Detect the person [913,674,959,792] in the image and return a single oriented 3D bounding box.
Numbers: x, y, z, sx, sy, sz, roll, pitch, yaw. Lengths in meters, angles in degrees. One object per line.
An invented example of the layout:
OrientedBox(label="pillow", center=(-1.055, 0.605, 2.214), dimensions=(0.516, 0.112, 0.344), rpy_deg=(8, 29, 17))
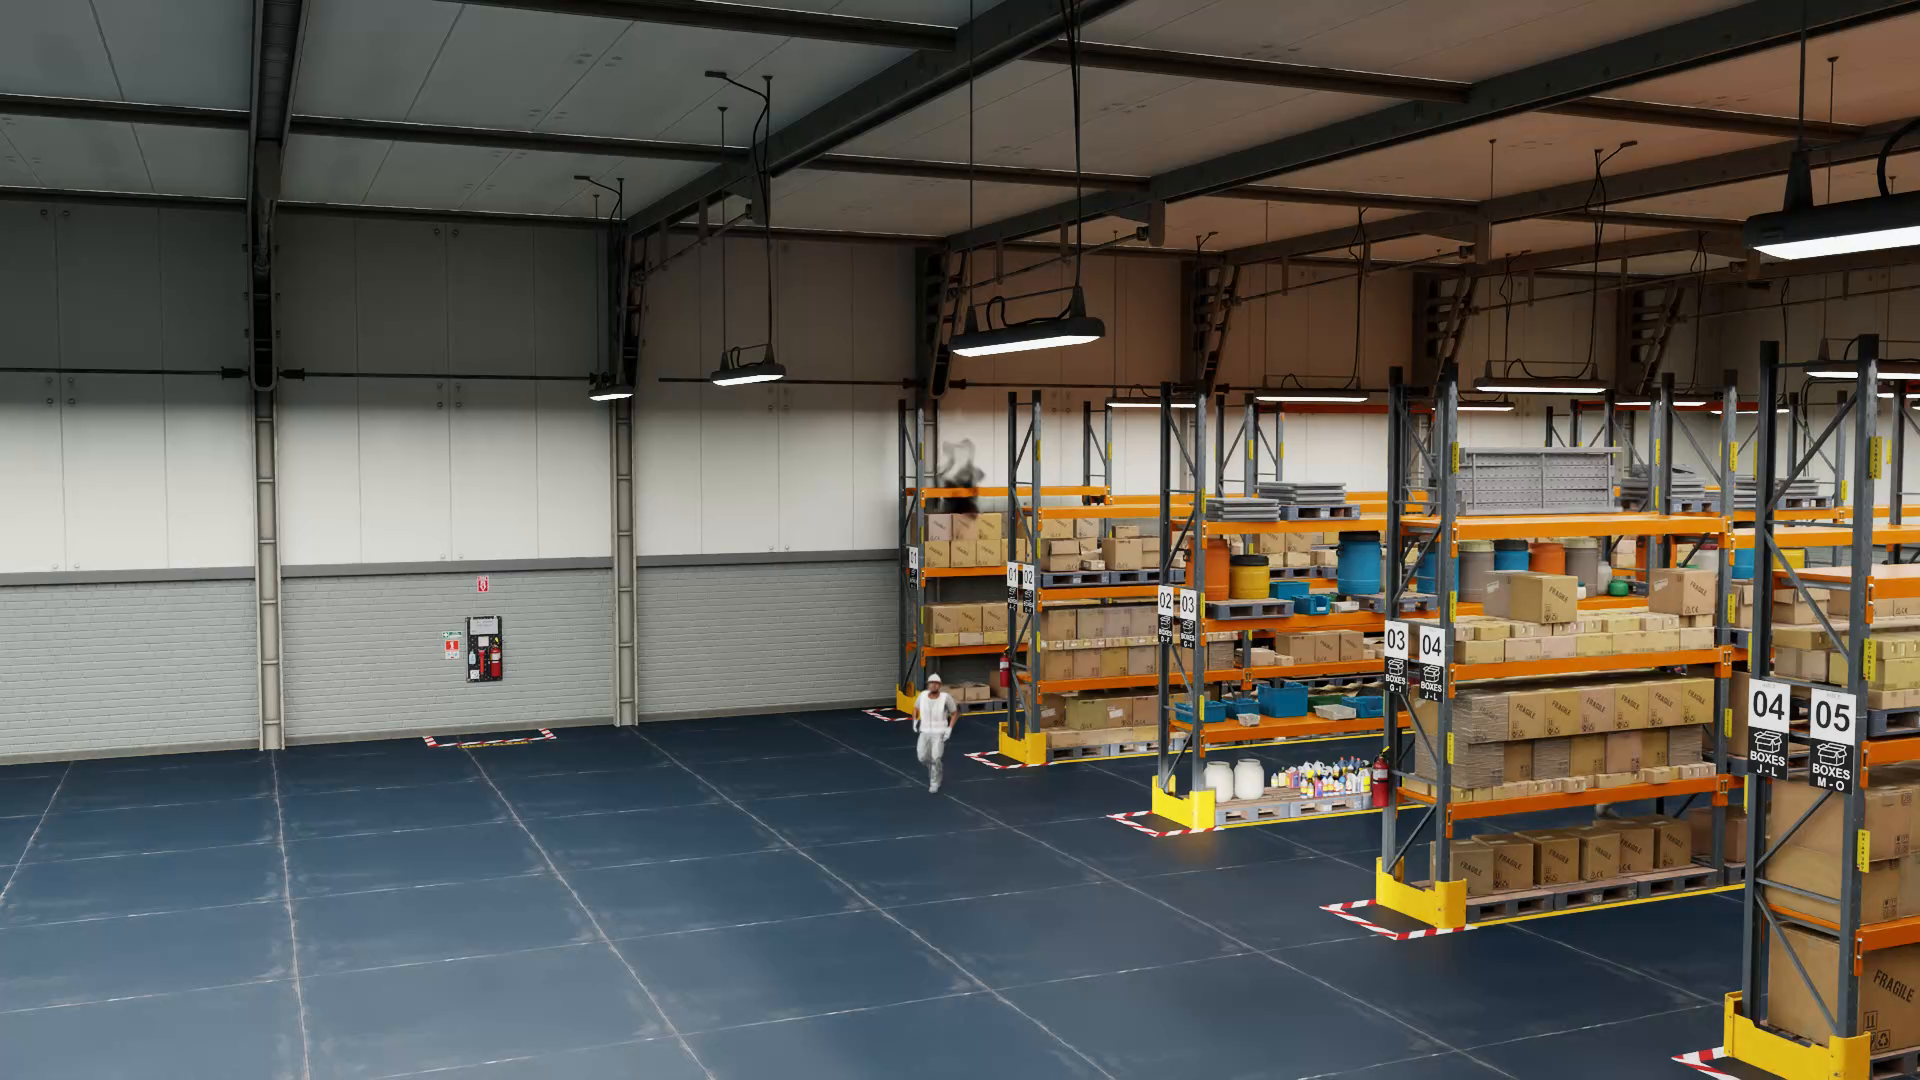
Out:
OrientedBox(label="person", center=(-0.394, 2.856, 24.661), dimensions=(0.716, 1.741, 0.540), rpy_deg=(1, 4, 19))

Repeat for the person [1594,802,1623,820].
OrientedBox(label="person", center=(8.199, 3.049, 21.182), dimensions=(0.564, 1.727, 0.604), rpy_deg=(-1, 4, -22))
